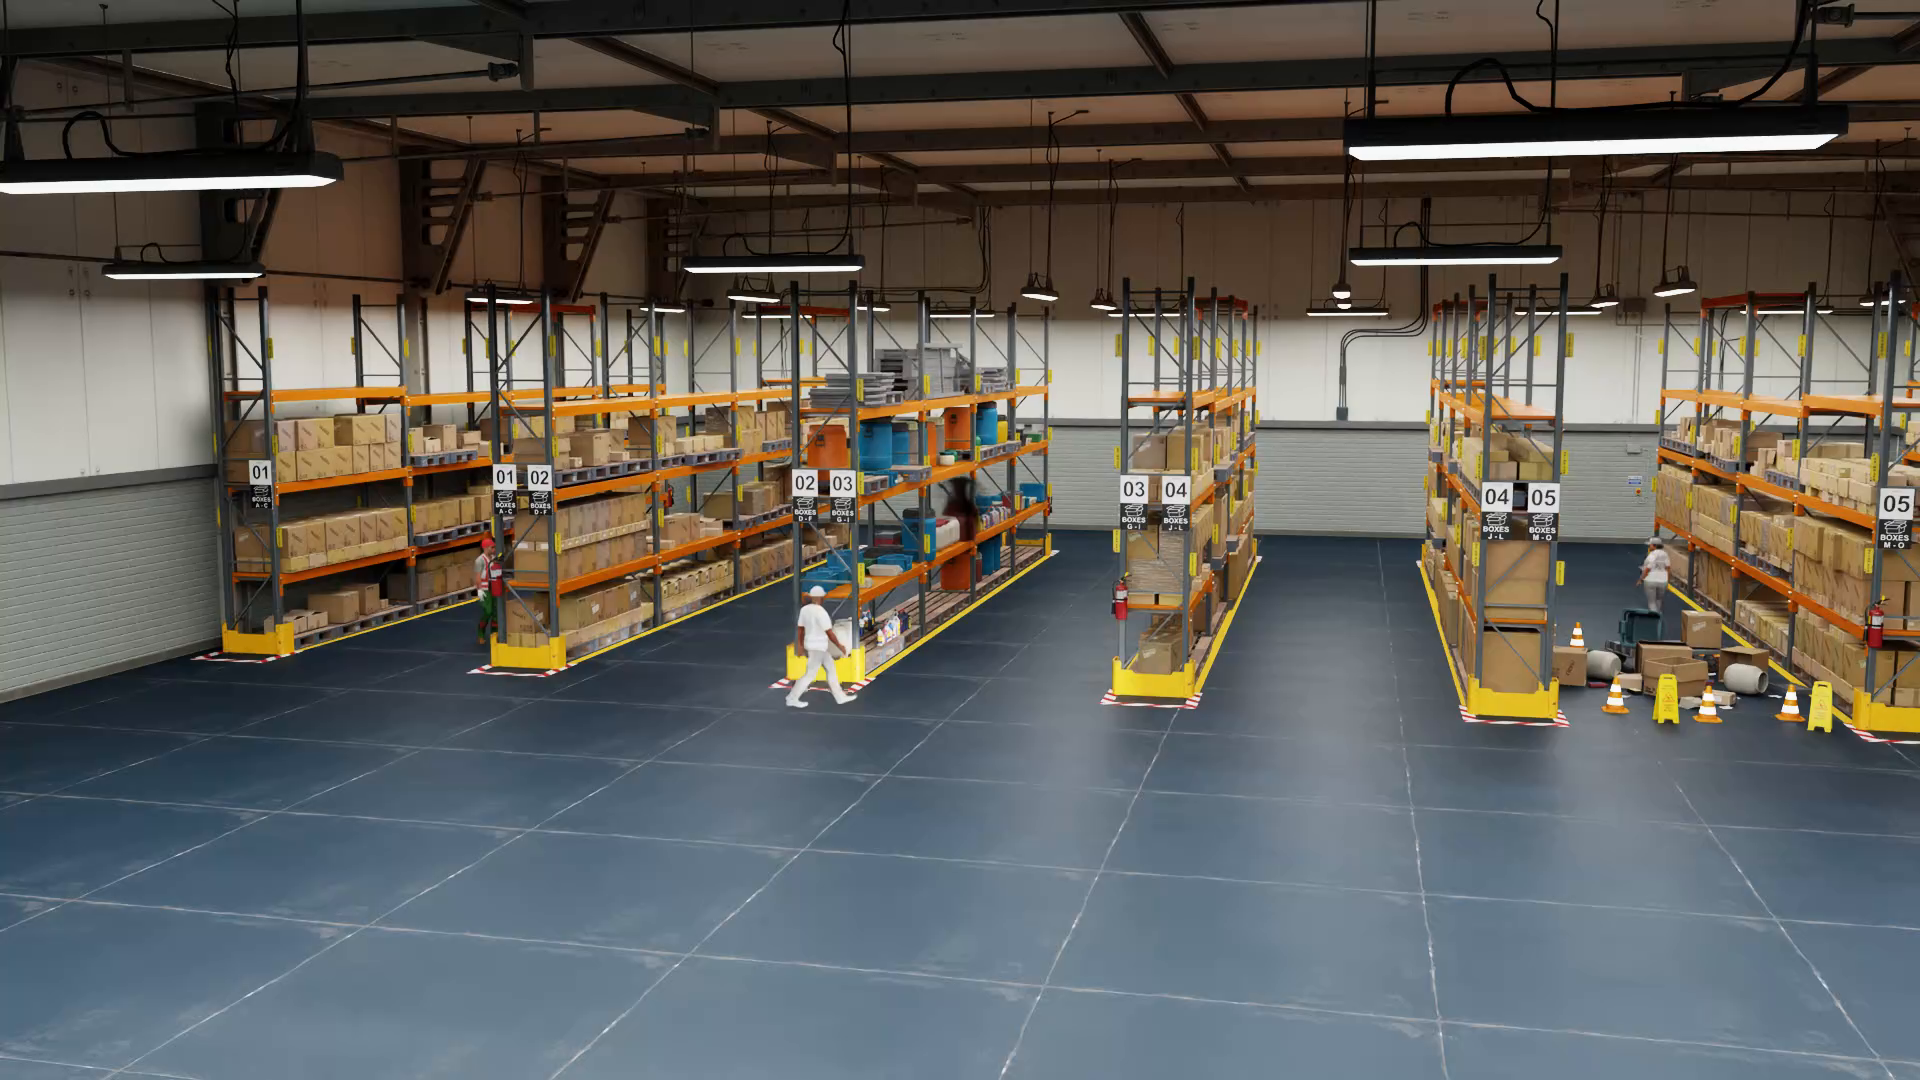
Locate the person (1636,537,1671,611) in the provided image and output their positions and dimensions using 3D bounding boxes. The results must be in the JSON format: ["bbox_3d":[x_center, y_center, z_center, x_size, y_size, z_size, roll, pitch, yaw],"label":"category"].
[{"bbox_3d":[12.340,0.789,29.560,0.555,1.691,0.738,0,7,0],"label":"person"}]

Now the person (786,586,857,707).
[{"bbox_3d":[-1.927,1.489,23.200,1.042,1.713,0.524,-2,7,-13],"label":"person"}]

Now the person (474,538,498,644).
[{"bbox_3d":[-8.024,0.895,28.476,0.433,1.853,0.602,4,8,32],"label":"person"}]
